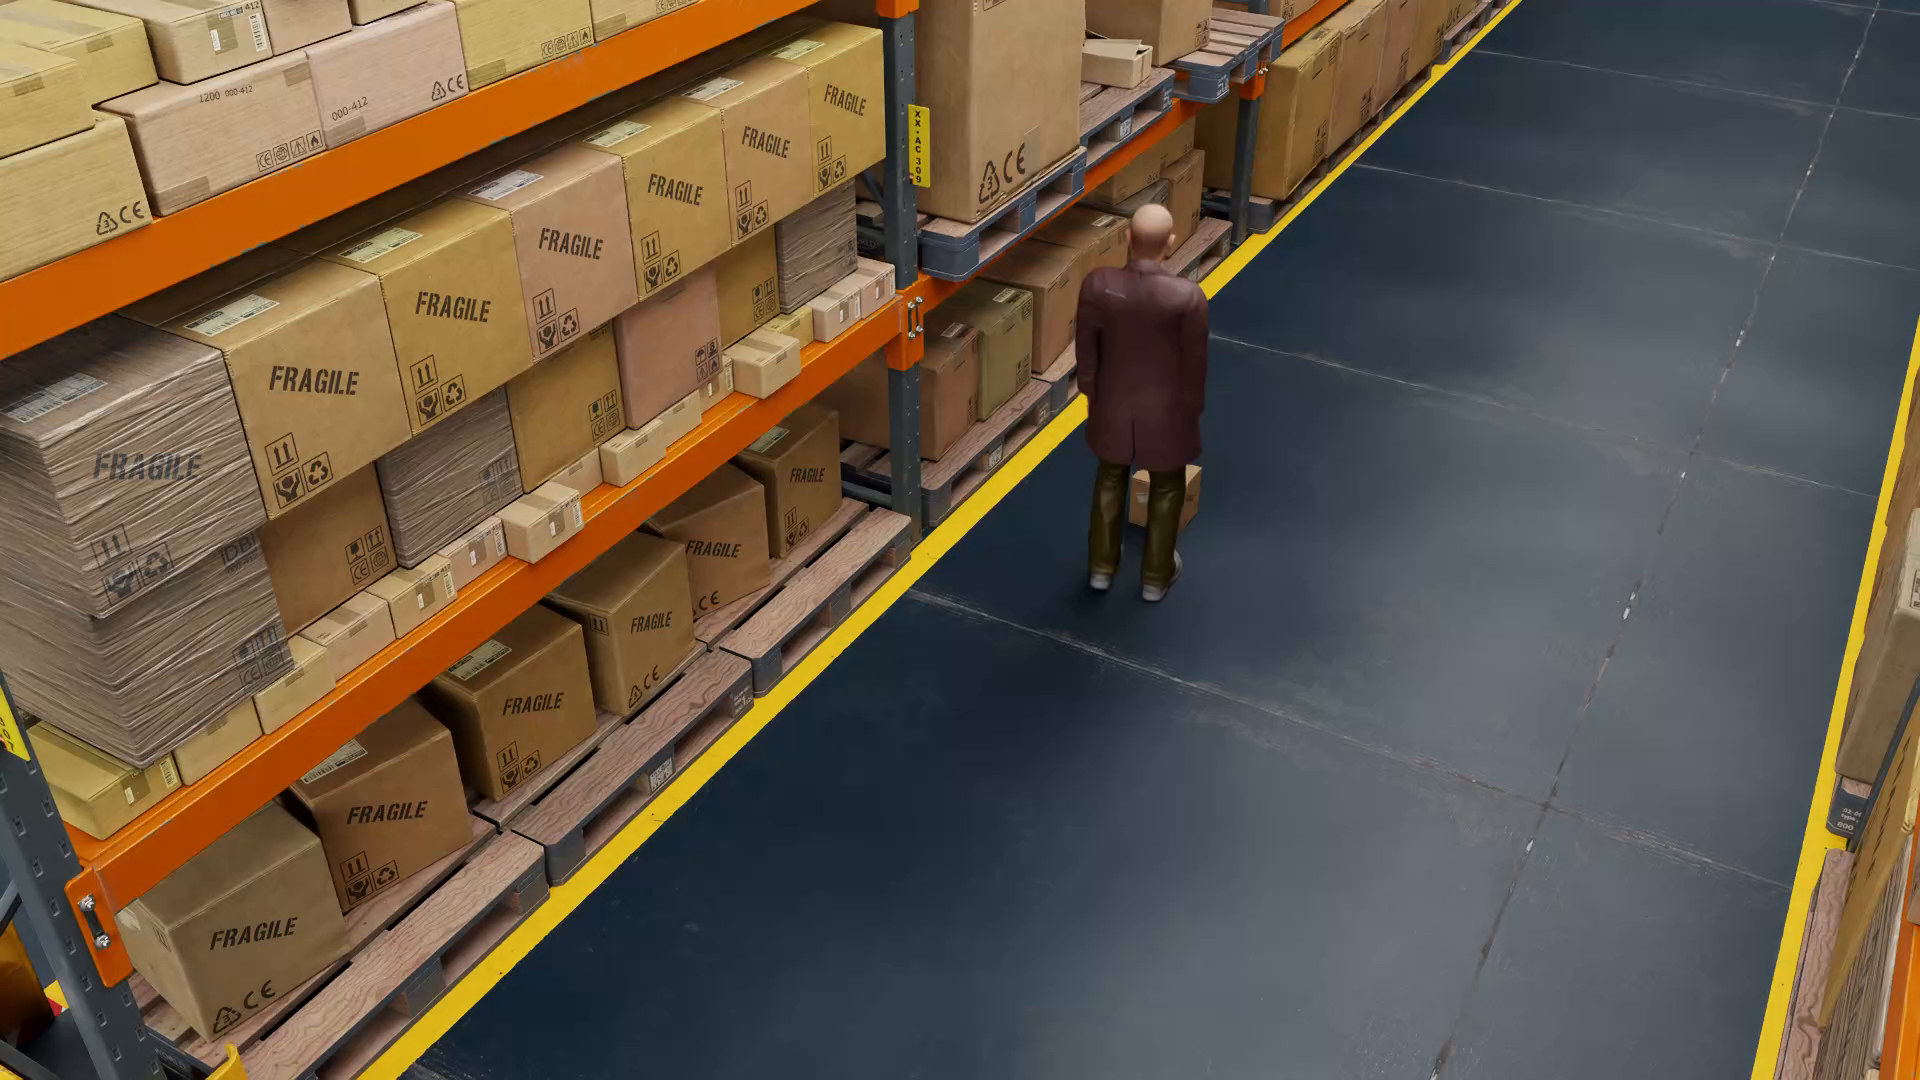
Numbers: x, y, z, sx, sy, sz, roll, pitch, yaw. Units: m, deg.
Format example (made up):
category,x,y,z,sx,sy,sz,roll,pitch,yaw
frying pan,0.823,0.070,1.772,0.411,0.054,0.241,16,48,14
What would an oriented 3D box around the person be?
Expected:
category,x,y,z,sx,sy,sz,roll,pitch,yaw
person,0.761,-0.576,7.040,0.567,1.770,0.378,13,36,18
